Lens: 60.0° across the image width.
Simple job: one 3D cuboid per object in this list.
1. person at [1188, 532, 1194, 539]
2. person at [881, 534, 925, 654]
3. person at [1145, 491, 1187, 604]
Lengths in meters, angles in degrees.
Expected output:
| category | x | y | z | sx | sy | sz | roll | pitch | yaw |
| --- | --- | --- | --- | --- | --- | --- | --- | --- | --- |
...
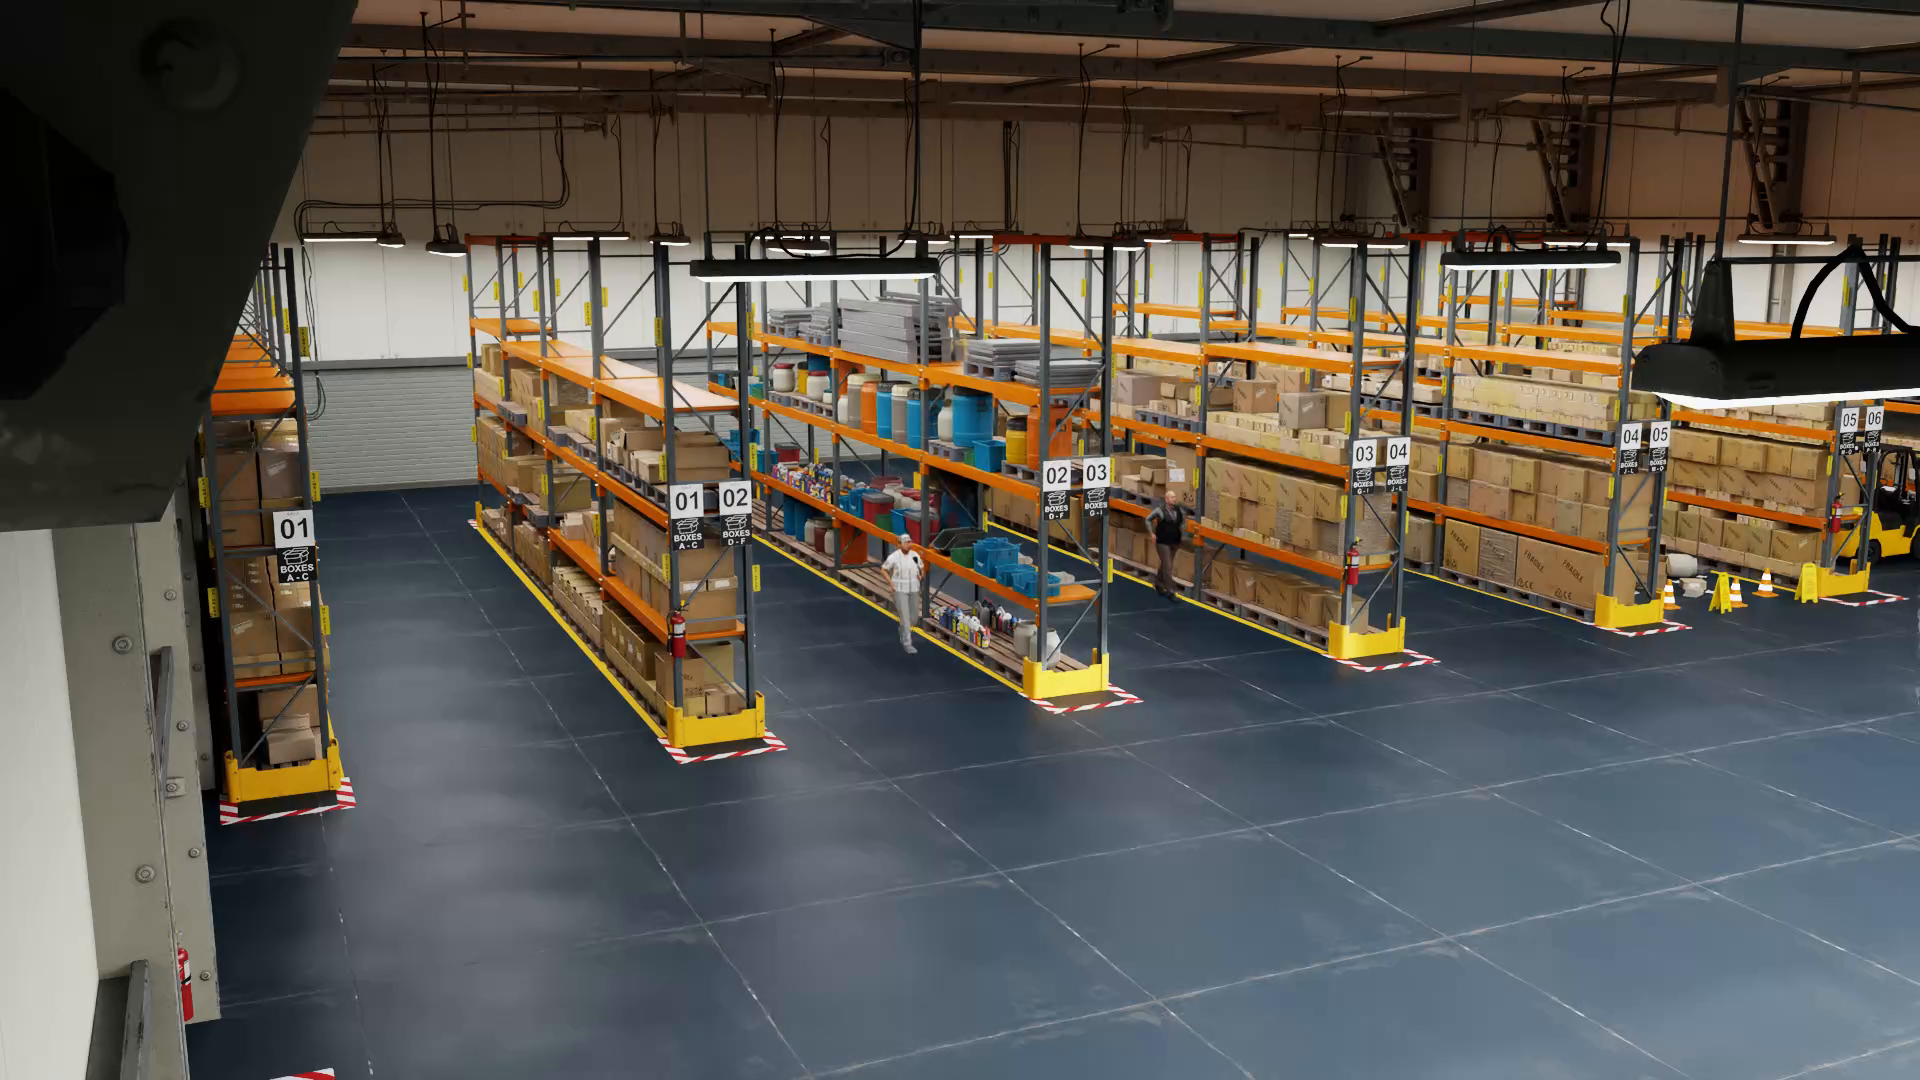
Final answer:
| category | x | y | z | sx | sy | sz | roll | pitch | yaw |
| --- | --- | --- | --- | --- | --- | --- | --- | --- | --- |
| person | 4.477 | -0.623 | 31.793 | 0.720 | 1.728 | 0.581 | -5 | 12 | -26 |
| person | -0.769 | 0.743 | 23.523 | 0.620 | 1.673 | 0.747 | -5 | 12 | -25 |
| person | 3.334 | 0.087 | 26.516 | 0.657 | 1.752 | 0.826 | -6 | 13 | -30 |
